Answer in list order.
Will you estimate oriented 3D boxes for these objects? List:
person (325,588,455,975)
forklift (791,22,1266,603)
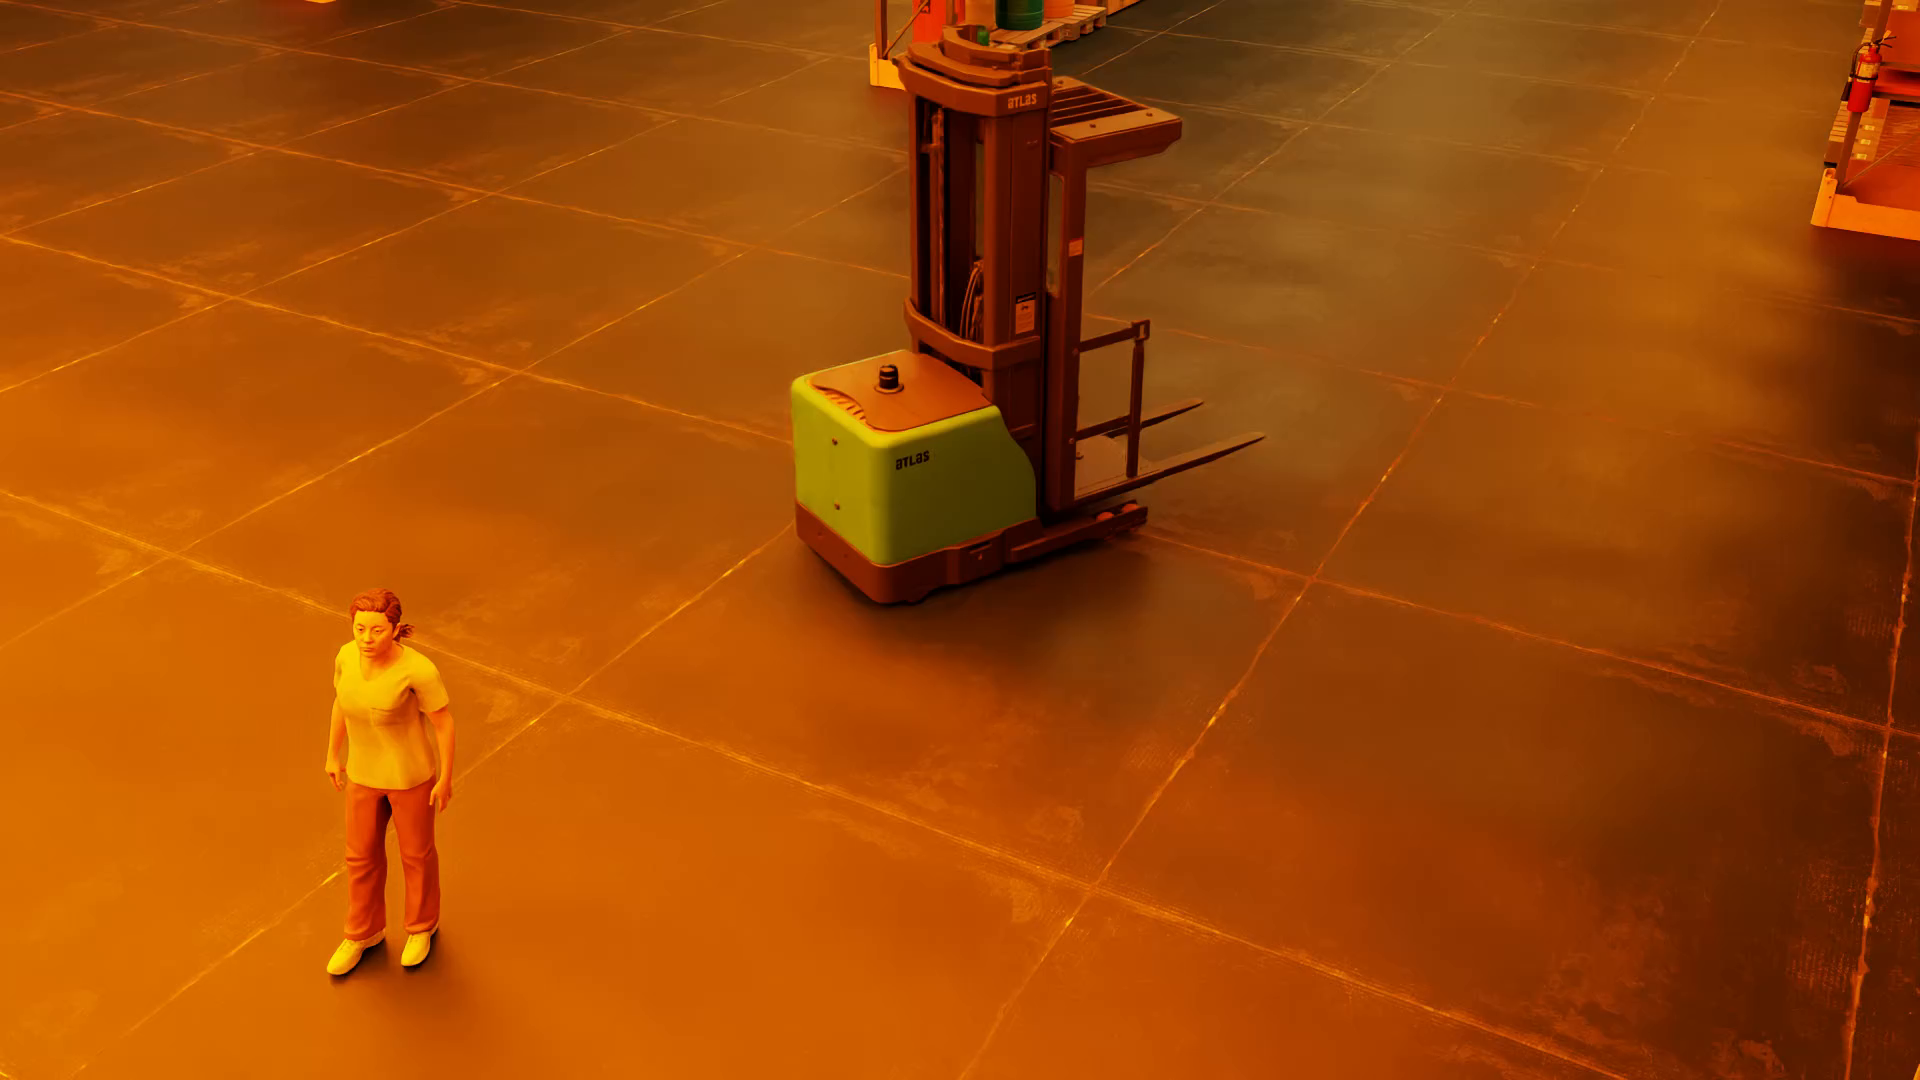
[{"bbox_3d":[-2.299,0.976,6.620,0.554,1.673,0.548,6,31,11],"label":"person"},{"bbox_3d":[0.531,-1.471,9.619,3.031,2.935,1.130,-18,35,-29],"label":"forklift"}]
